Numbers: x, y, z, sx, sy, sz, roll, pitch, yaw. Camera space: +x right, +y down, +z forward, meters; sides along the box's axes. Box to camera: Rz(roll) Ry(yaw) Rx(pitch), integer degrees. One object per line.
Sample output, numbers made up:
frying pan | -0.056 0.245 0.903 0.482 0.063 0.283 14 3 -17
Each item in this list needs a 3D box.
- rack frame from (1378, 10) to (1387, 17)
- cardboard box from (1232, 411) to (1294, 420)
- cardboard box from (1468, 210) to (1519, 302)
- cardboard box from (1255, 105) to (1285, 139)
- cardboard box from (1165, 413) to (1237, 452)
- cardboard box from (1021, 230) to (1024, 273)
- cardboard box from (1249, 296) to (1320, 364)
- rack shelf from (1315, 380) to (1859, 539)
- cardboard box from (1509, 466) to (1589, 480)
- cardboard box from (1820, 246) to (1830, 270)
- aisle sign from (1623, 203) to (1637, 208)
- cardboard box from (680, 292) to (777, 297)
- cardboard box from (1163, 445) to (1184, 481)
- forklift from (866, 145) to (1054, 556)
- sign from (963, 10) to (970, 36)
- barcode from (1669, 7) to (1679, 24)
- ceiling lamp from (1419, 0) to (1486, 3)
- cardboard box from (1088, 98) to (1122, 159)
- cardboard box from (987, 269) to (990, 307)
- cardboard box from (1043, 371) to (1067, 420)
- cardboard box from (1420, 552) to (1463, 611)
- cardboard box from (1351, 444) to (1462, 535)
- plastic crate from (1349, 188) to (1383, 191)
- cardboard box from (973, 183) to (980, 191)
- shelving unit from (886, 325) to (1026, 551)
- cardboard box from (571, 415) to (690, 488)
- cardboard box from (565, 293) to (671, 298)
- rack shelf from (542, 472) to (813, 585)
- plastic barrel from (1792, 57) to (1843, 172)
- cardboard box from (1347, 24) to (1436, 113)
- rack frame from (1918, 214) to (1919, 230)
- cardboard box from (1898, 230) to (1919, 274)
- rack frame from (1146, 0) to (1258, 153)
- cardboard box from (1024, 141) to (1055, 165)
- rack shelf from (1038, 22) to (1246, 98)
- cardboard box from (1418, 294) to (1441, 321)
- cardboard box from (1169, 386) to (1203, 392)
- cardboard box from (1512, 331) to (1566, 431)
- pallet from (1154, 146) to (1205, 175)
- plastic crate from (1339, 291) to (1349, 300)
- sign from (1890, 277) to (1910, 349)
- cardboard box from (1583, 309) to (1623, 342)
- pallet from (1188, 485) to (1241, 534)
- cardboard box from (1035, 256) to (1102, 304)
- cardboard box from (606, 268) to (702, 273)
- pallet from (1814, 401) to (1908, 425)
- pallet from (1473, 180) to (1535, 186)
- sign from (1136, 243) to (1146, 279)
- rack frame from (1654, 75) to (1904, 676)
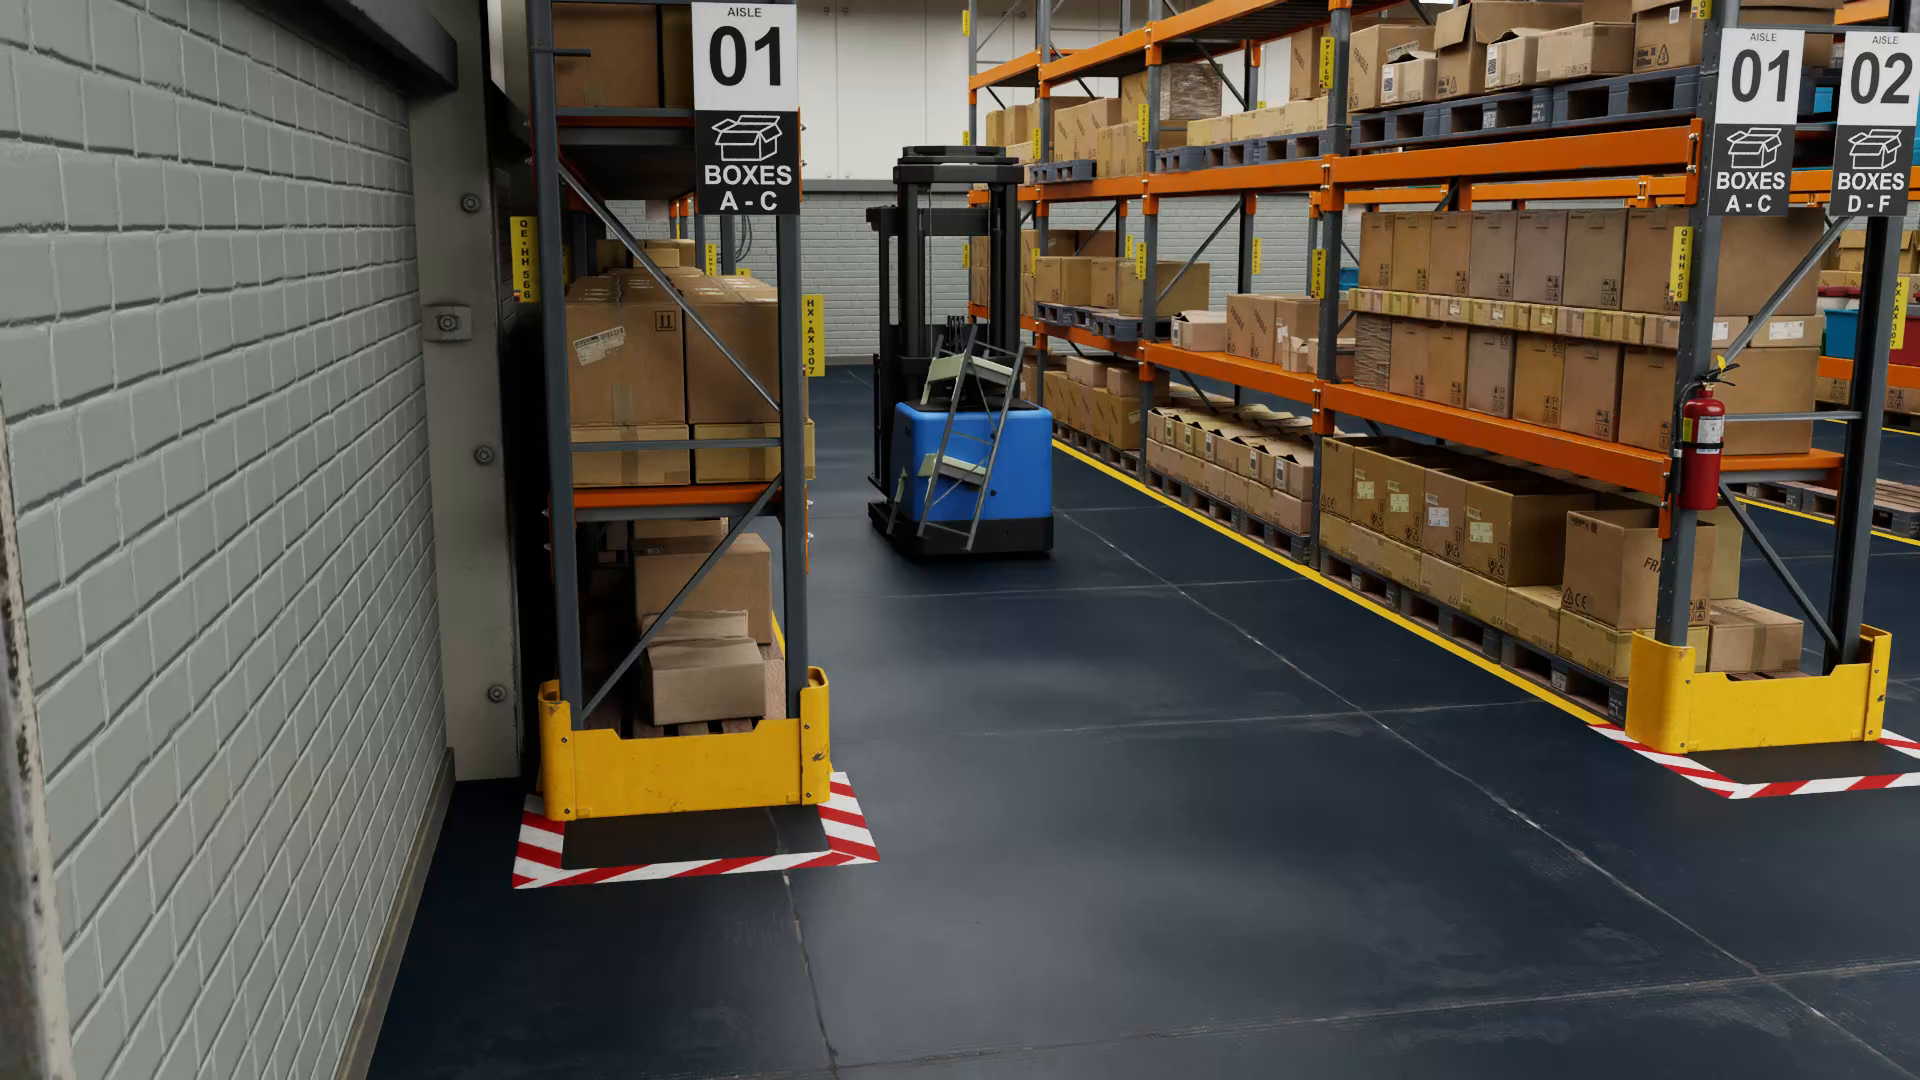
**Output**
rack frame | 5.479 -6.615 23.385 1.000 3.000 0.127 -2 11 -11
cardboard box | 2.627 -0.970 14.503 0.500 0.311 0.500 -2 11 -12
cardboard box | 3.339 -1.617 9.433 0.700 0.500 0.500 -2 11 -11
cardboard box | 2.642 -3.247 12.989 0.500 0.250 0.500 -3 11 -16
cardboard box | 2.100 -0.950 14.395 0.500 0.311 0.500 -2 11 -12
cardboard box | 0.943 -3.473 19.977 0.500 0.500 0.500 -2 11 -12
cardboard box | 2.620 -1.667 13.164 0.500 0.500 0.500 -2 11 -11
rack shelf | 3.343 -0.568 9.580 1.077 0.370 4.000 -2 11 -11
cardboard box | 3.556 -0.160 9.739 0.500 0.500 0.500 -2 11 -11
cardboard box | 10.764 -3.630 21.346 0.500 0.500 0.500 -2 11 -9
aisle sign | 10.029 -5.128 24.662 0.394 0.787 0.004 -2 11 -11
cardboard box | -1.011 -0.867 7.574 0.500 0.500 0.500 -2 11 -11
cardboard box | 2.088 -0.678 14.468 0.500 0.250 0.500 -2 11 -13
forklift | -0.127 -1.555 13.028 1.130 2.935 3.031 -2 11 -11
sign | 0.087 -6.914 22.244 0.100 0.325 0.005 -2 11 -11
barcode | 3.200 -2.351 7.450 0.001 0.075 0.075 -2 11 -11
ceiling lamp | 7.428 -10.067 25.907 2.000 3.185 0.800 -2 11 -11
cardboard box | 1.685 -4.194 17.027 0.600 0.600 0.600 -3 11 -13
cardboard box | 0.648 -3.260 21.536 0.500 0.500 0.500 -2 11 -11
cardboard box | 1.253 -1.646 18.829 0.500 0.500 0.500 -3 11 -14
cardboard box | 3.034 0.228 9.707 0.500 0.250 0.500 -2 11 -11
cardboard box | 2.842 -0.324 10.601 0.500 0.500 0.500 -2 11 -11
plastic crate | 5.507 -4.821 22.147 0.504 0.338 0.767 -2 11 -11
cardboard box | 0.470 -4.785 22.194 0.500 0.250 0.500 -2 11 -11
shelving unit | -0.040 -0.709 11.766 0.431 1.500 0.755 16 -4 -19
cardboard box | -1.408 -0.388 7.061 0.500 0.250 0.500 -2 11 -10
cardboard box | -1.515 -0.849 7.478 0.500 0.500 0.500 -2 11 -10
rack shelf | -1.516 -0.387 8.630 1.077 0.370 4.000 -2 11 -11
plastic barrel | 7.247 -3.512 13.765 0.600 0.901 0.708 -2 11 -11
cardboard box | 2.793 -2.984 10.562 0.500 0.500 0.500 -1 11 -6
rack frame | 15.222 -4.010 25.743 1.000 3.000 0.127 -2 11 -11
cardboard box | 11.370 -3.413 19.658 0.797 0.503 0.637 -2 11 -10
rack frame | 2.176 -4.969 14.734 1.000 3.000 0.127 -2 11 -11
cardboard box | 1.037 -4.480 19.253 0.500 0.250 0.500 -2 11 -11
rack shelf | 1.787 -4.786 16.766 1.077 0.370 4.000 -2 11 -11
cardboard box | 3.016 -1.412 10.090 0.380 0.149 0.250 -2 11 -13
cardboard box | 2.167 -1.291 16.968 0.500 0.500 0.500 -2 11 -12
cardboard box | 3.456 -0.877 9.014 0.700 0.500 0.500 -2 11 -11
pallet | 2.395 -3.281 14.395 1.213 0.211 1.003 -2 11 -8
plastic crate | 5.317 -3.325 22.686 0.250 0.136 0.298 -2 11 -11
sign | 4.277 -1.037 7.598 0.100 0.325 0.005 -2 11 -11
cardboard box | 3.368 -1.080 8.346 0.380 0.149 0.250 -2 11 -12
pallet | 2.531 -0.276 13.582 1.003 0.211 1.213 -2 11 -11
cardboard box | 1.270 -2.915 18.601 0.700 0.500 0.500 -6 12 -30
cardboard box | -2.446 -1.919 13.310 0.700 0.500 0.500 -3 11 -16
pallet | 11.340 -1.606 20.570 1.003 0.211 1.213 -2 11 -11
pallet | 6.505 -4.175 19.092 1.213 0.211 1.003 -2 11 -11
sign | 1.645 -2.530 15.081 0.100 0.325 0.005 -2 11 -11
rack frame | 3.732 -0.554 7.586 1.000 3.000 0.127 -2 11 -11
